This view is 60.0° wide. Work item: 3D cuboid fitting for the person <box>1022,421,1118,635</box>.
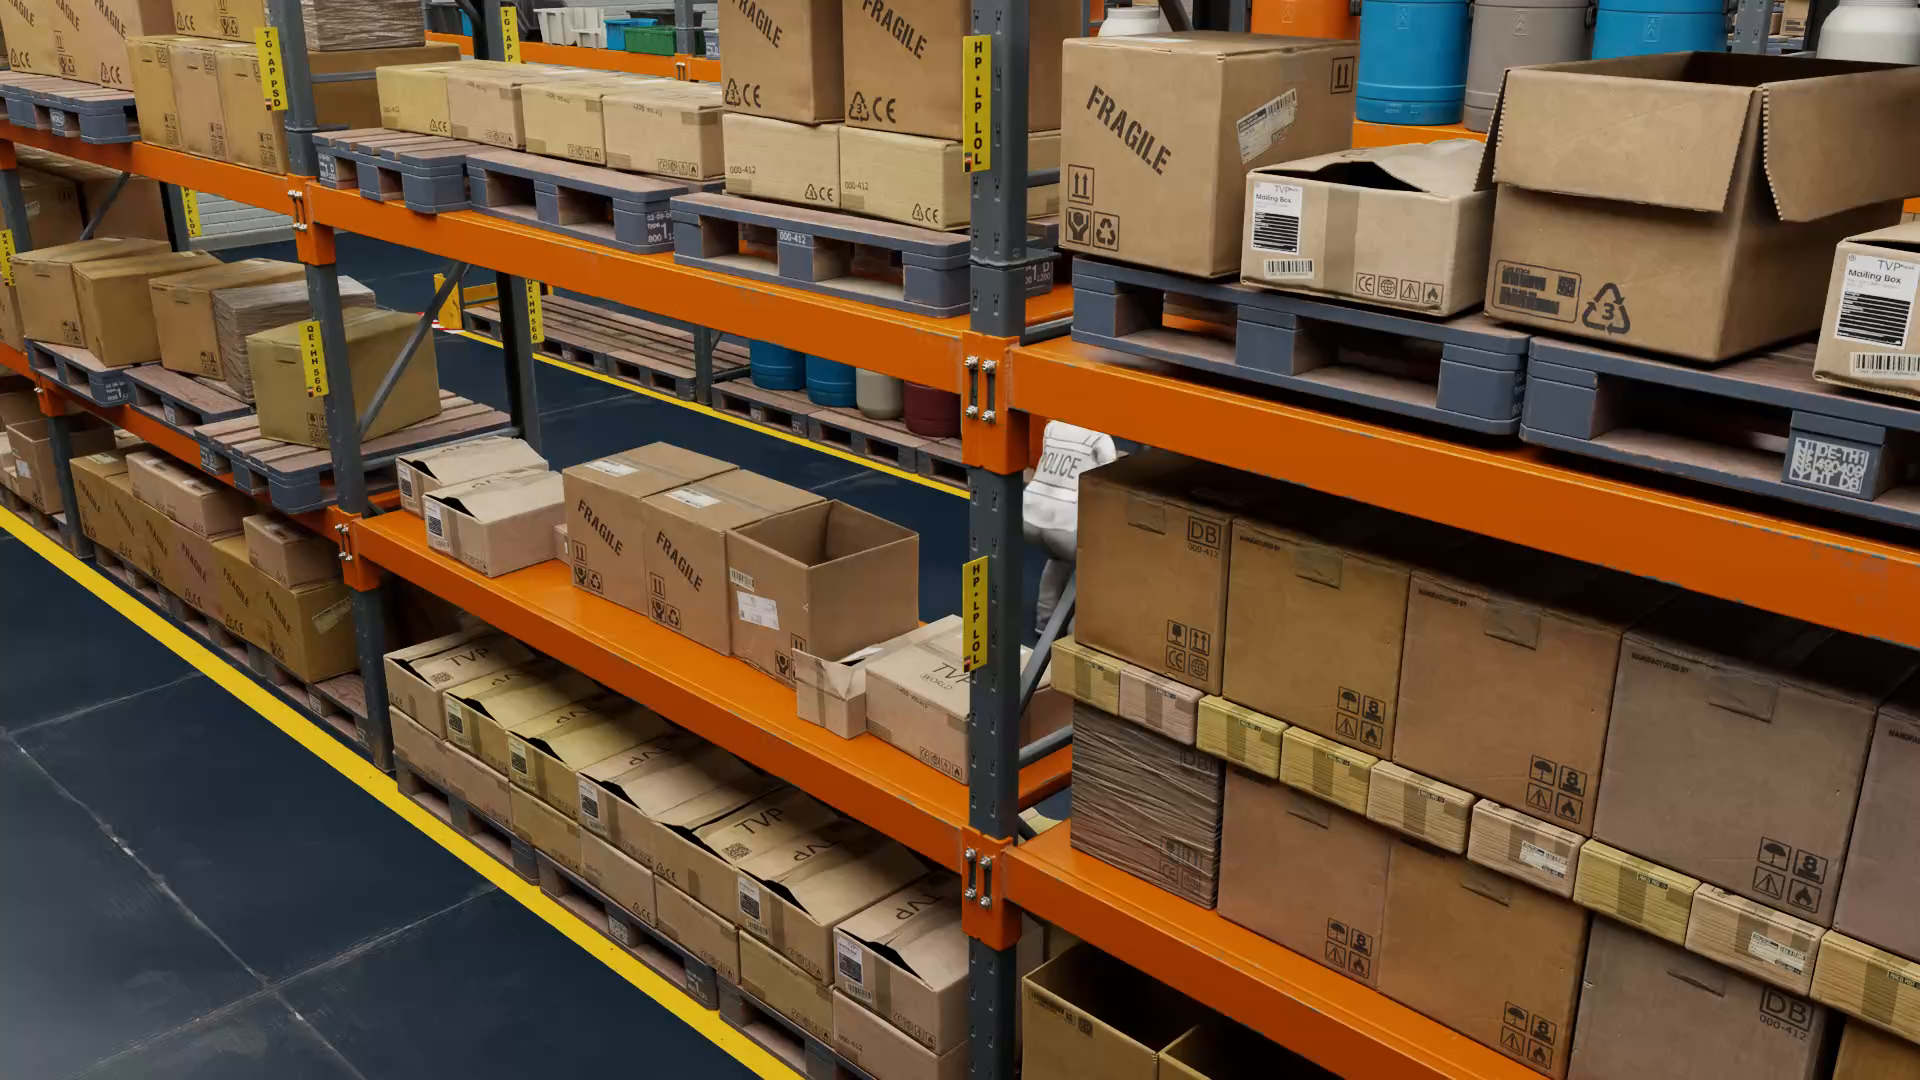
[{"bbox_3d":[0.623,-0.116,9.264,0.533,1.406,0.709,19,28,41],"label":"person"}]
